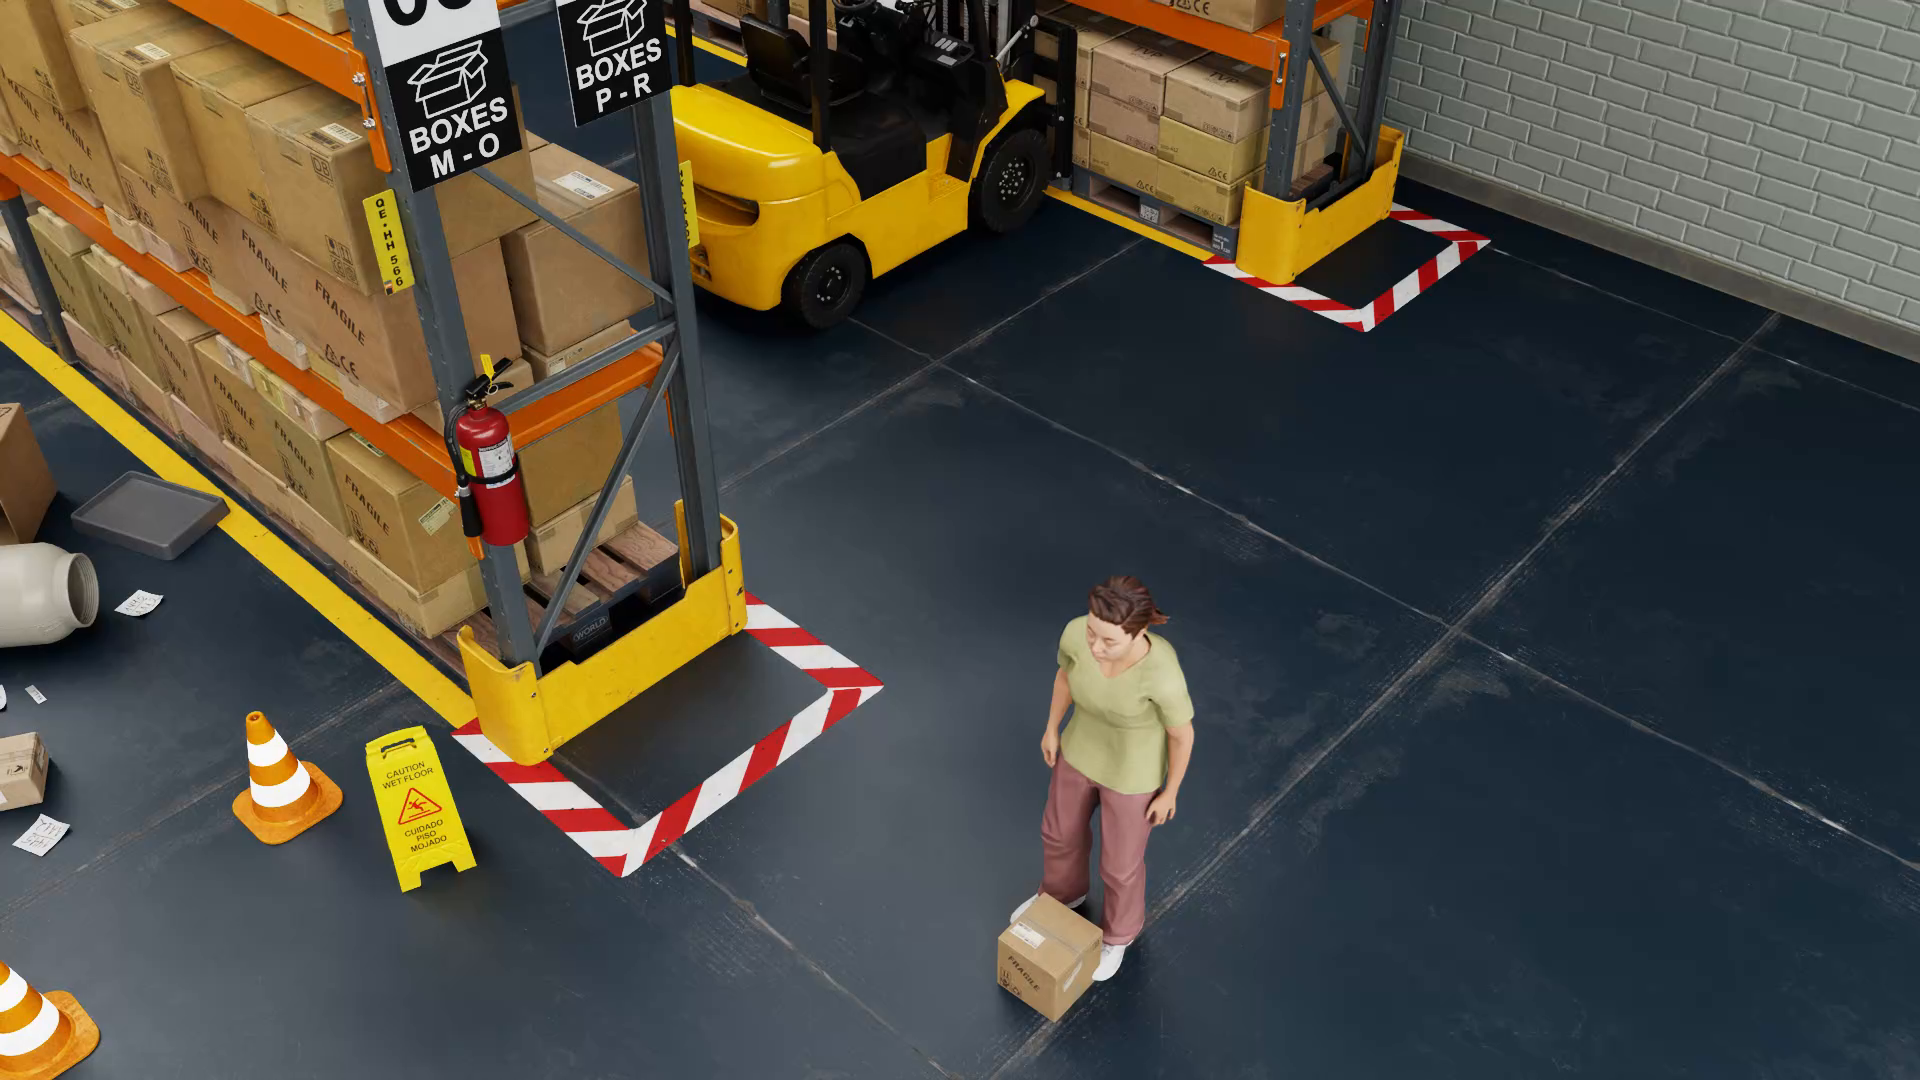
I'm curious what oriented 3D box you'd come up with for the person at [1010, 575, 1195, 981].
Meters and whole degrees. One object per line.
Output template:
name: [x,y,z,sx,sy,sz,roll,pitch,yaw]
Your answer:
person: [0.465,0.729,5.273,0.518,1.671,0.358,27,47,29]
